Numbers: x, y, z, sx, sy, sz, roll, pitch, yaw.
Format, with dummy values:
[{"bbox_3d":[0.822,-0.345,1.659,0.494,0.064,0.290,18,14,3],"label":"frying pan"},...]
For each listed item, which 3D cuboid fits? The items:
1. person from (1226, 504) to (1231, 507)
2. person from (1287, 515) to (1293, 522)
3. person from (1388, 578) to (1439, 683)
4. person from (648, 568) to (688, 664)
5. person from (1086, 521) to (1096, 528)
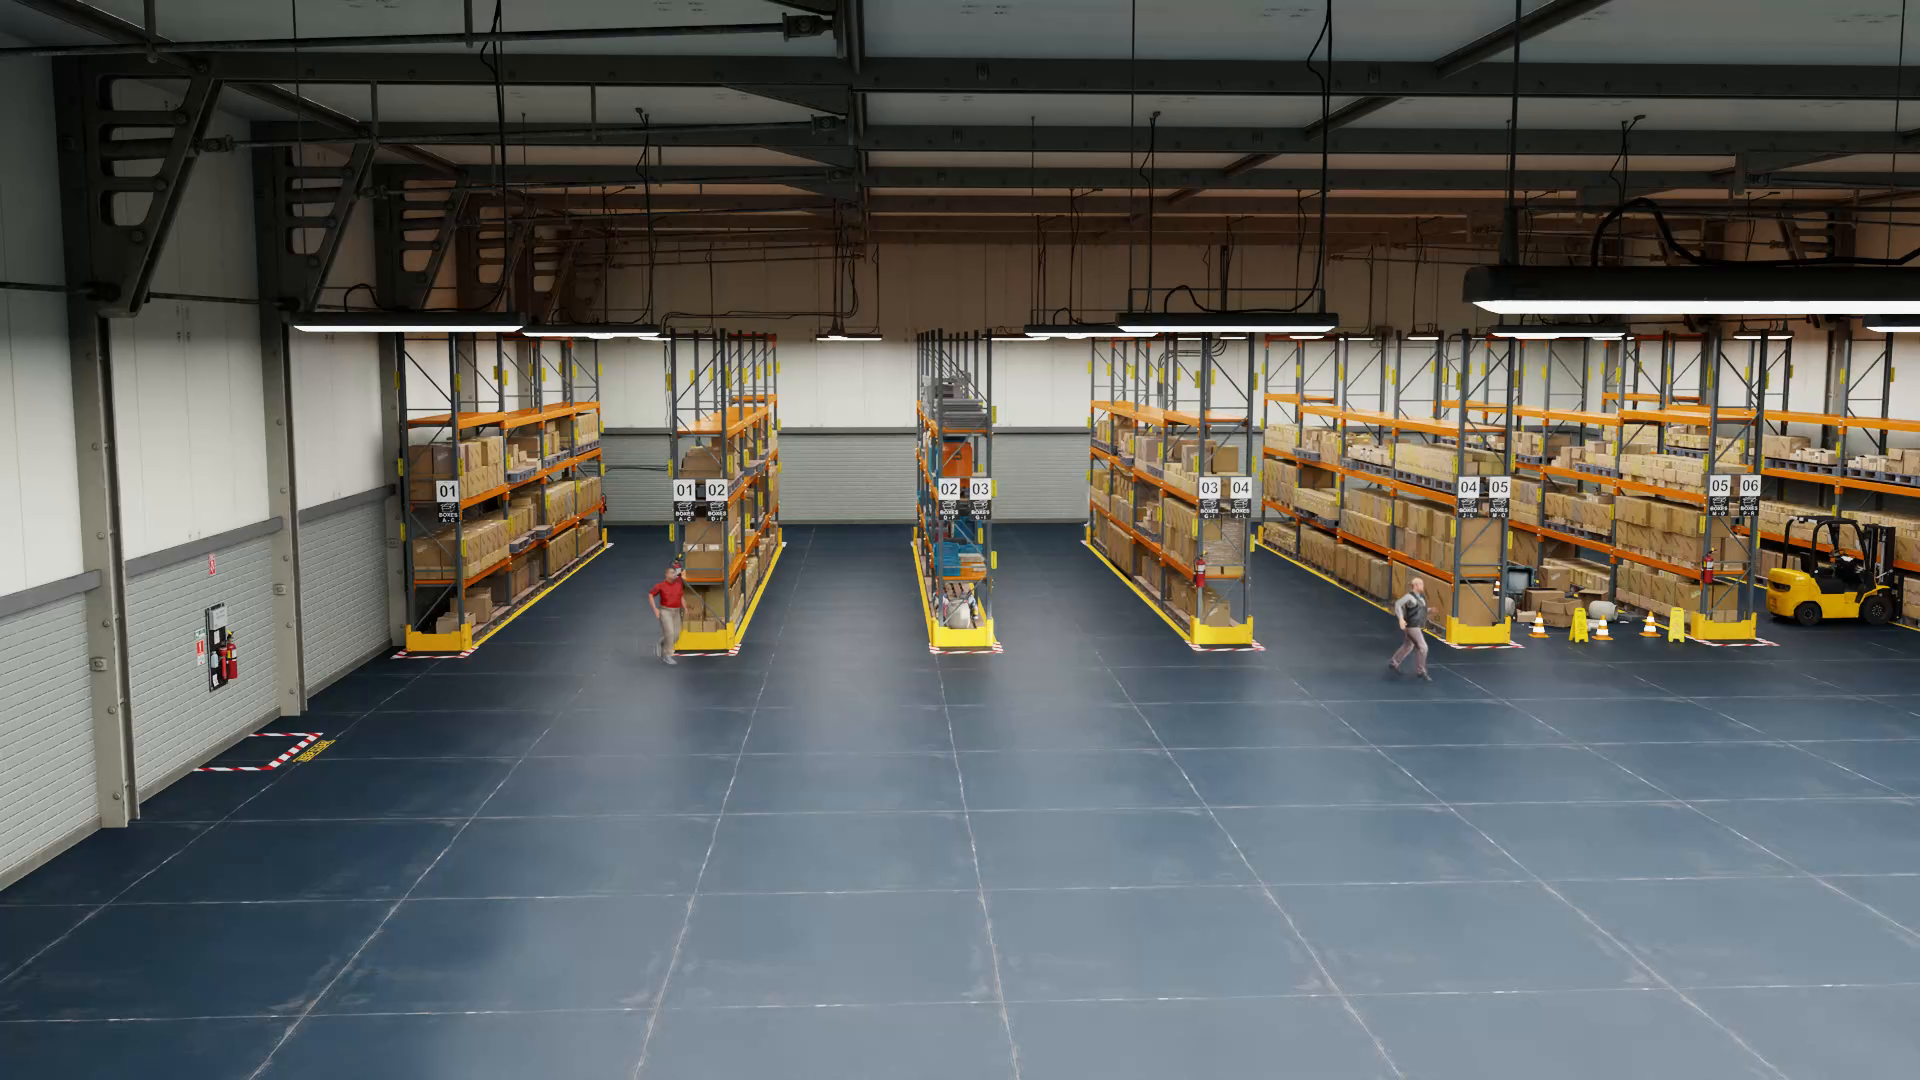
[{"bbox_3d":[7.500,-0.744,48.343,0.797,1.565,0.616,4,8,33],"label":"person"},{"bbox_3d":[9.884,-0.866,49.249,0.702,1.634,0.513,-3,7,-20],"label":"person"},{"bbox_3d":[7.719,1.564,28.354,0.869,1.692,0.627,4,8,33],"label":"person"},{"bbox_3d":[-5.251,1.364,30.089,0.690,1.696,0.716,7,9,45],"label":"person"},{"bbox_3d":[4.145,-0.929,49.201,0.825,1.769,0.751,0,7,2],"label":"person"}]
